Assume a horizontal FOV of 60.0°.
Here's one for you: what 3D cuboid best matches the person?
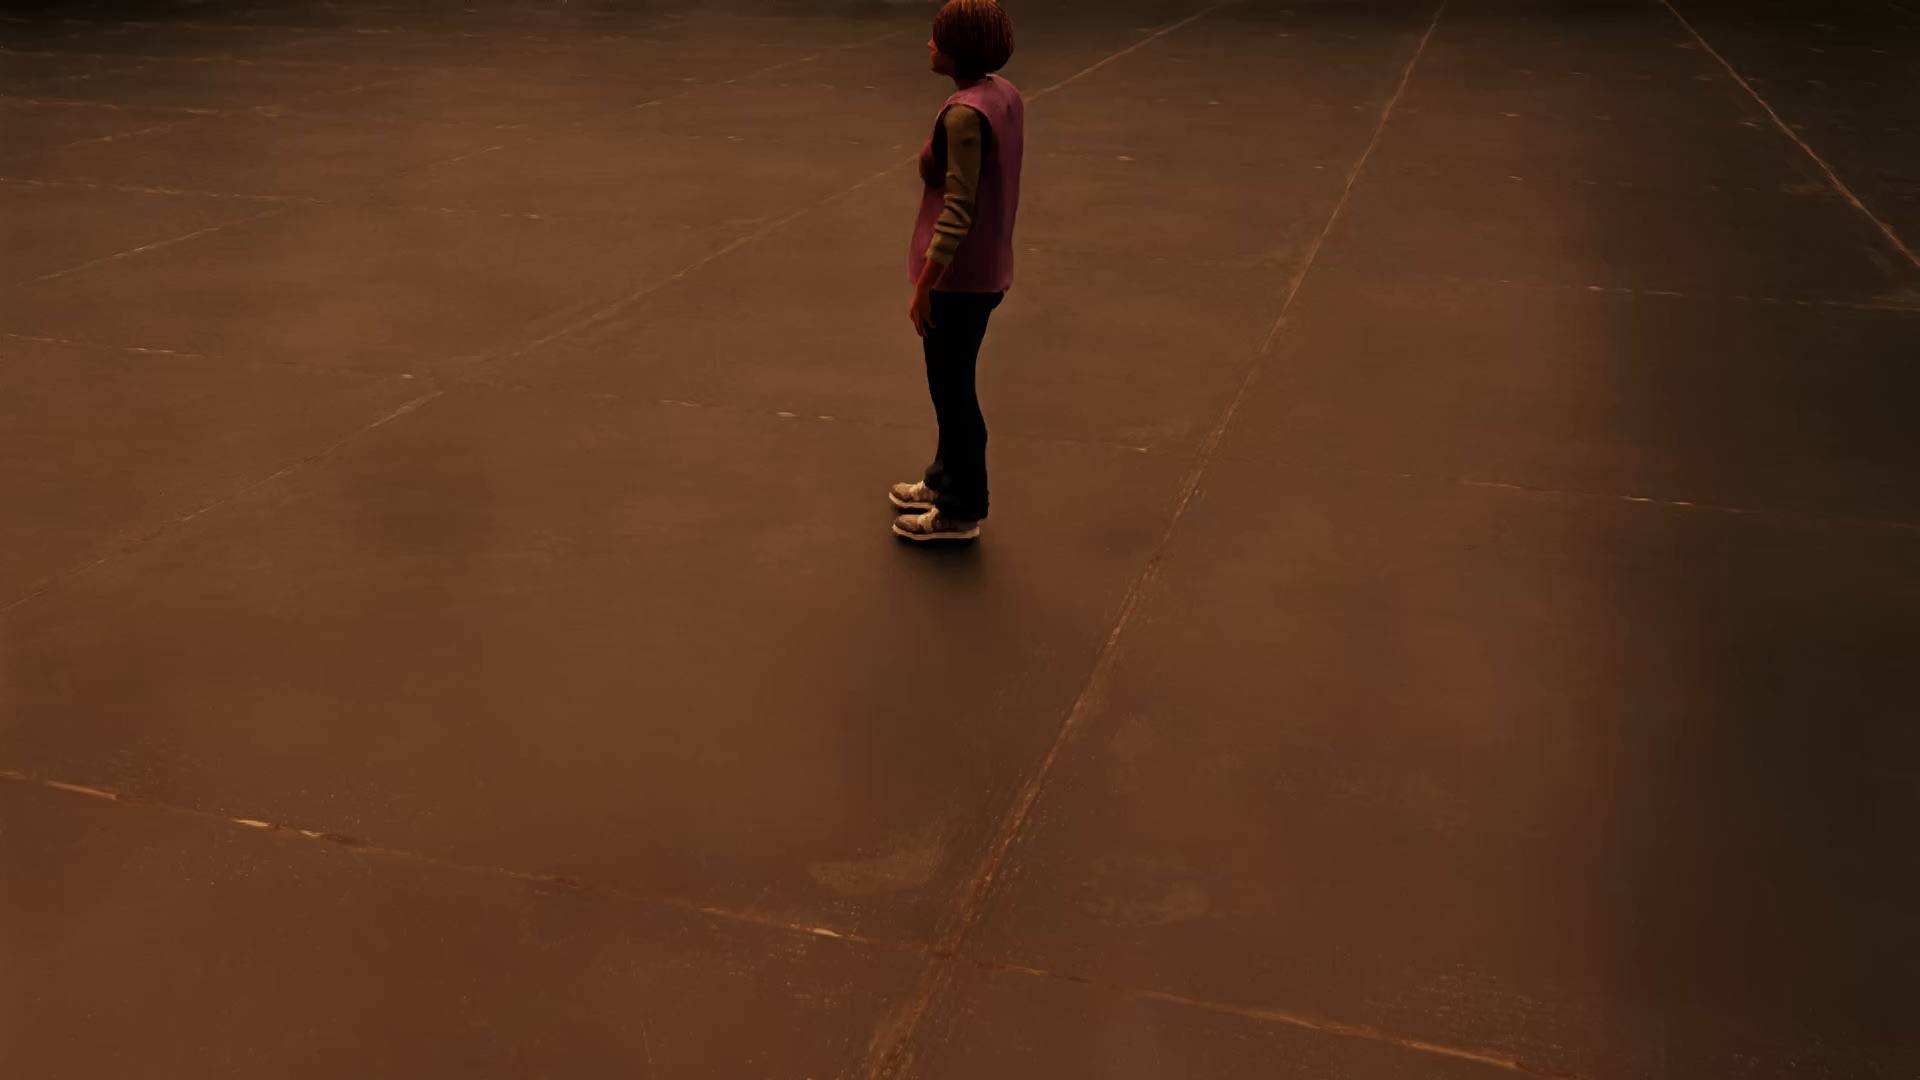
[{"bbox_3d":[-0.067,-0.758,4.846,0.474,1.597,0.520,7,23,16],"label":"person"}]
